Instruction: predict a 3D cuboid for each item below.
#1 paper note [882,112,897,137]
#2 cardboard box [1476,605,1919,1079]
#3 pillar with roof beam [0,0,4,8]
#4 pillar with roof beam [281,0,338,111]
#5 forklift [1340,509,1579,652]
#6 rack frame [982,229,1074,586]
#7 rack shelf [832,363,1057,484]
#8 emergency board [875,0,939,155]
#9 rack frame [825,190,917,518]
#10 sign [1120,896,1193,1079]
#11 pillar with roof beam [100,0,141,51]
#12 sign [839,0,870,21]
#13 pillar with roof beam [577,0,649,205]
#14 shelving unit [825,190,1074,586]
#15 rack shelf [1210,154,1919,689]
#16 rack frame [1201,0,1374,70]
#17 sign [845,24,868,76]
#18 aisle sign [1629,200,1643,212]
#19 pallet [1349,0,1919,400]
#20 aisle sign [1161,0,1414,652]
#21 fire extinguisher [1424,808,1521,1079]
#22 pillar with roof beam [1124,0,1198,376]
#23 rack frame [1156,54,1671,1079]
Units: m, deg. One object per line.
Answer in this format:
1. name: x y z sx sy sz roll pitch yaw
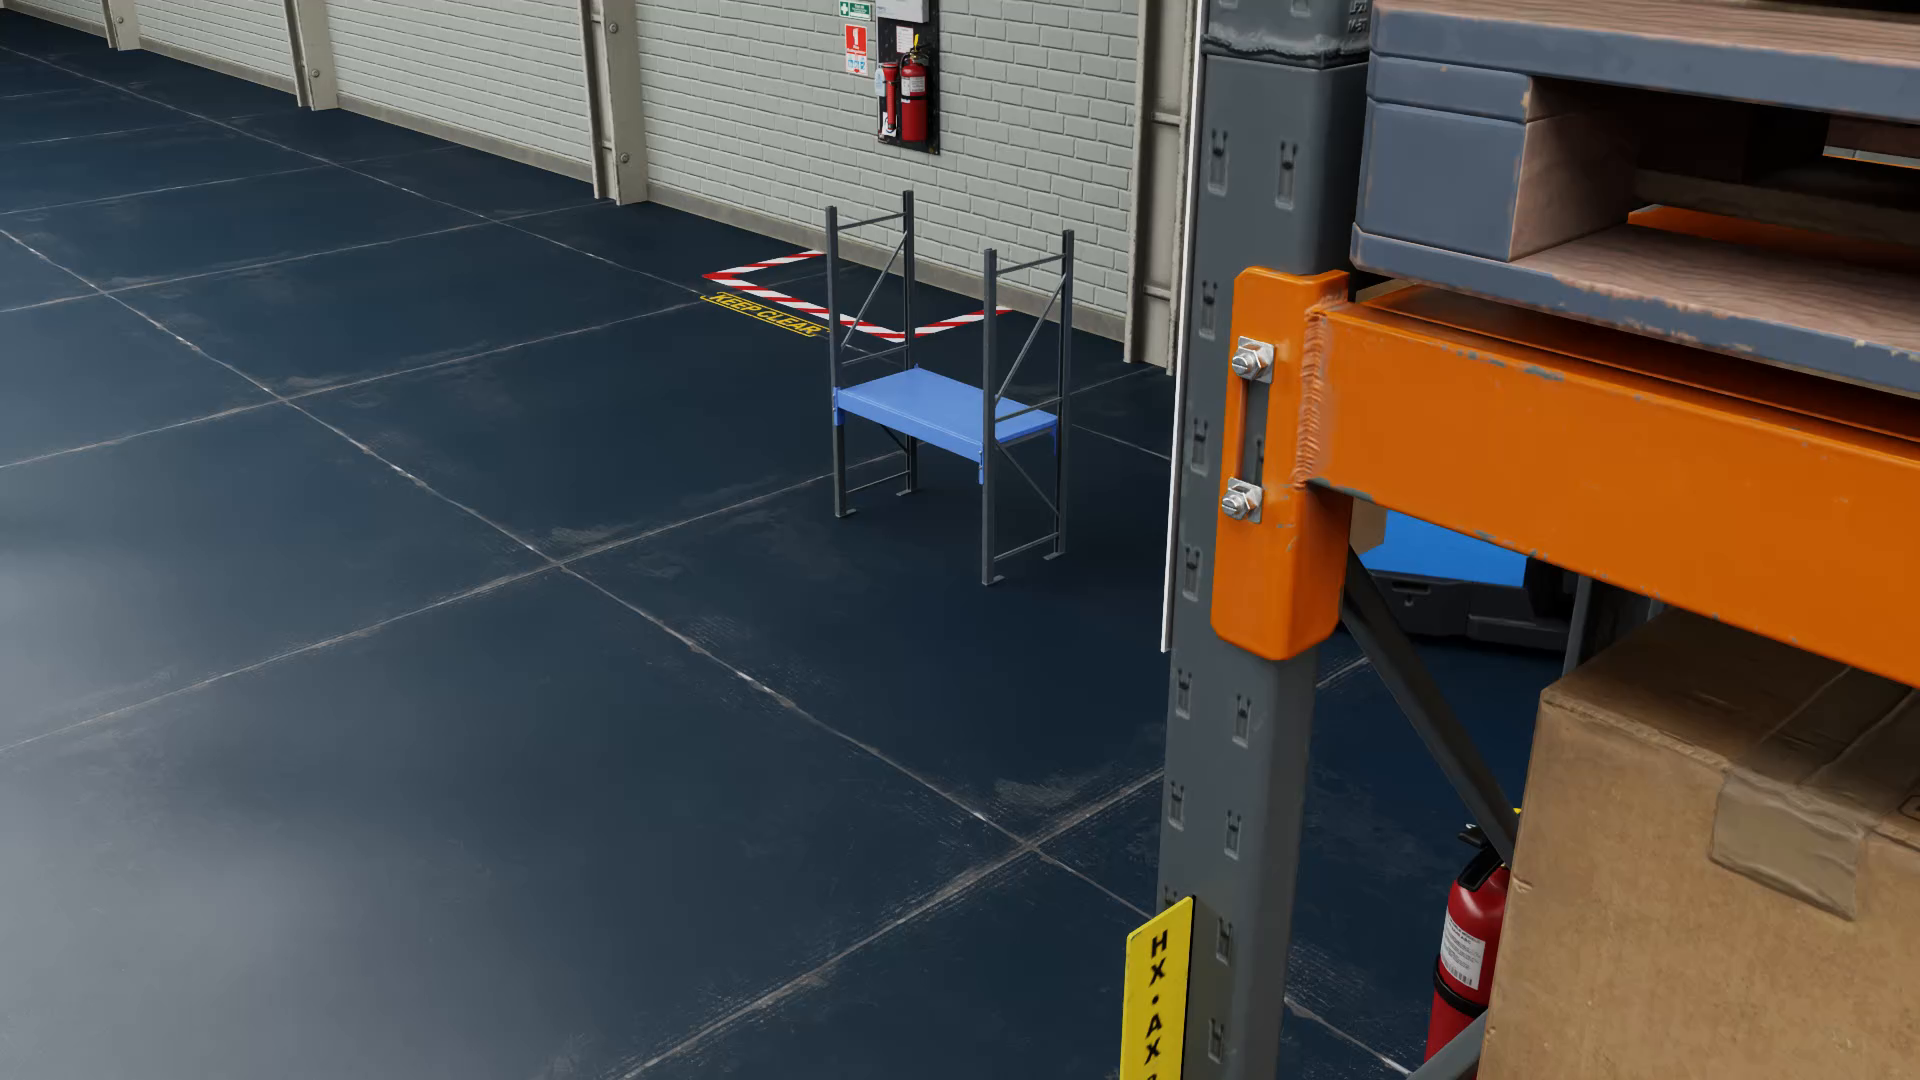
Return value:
1. paper note: -0.490 -2.873 11.496 0.016 0.148 0.142 -21 32 -38
2. cardboard box: 0.965 0.341 1.704 0.700 0.500 0.500 -21 32 -38
3. pillar with roof beam: -18.305 -11.221 21.504 9.100 9.000 0.400 -21 32 -38
4. pillar with roof beam: -10.103 -7.585 13.535 9.100 9.000 0.400 -21 32 -38
5. forklift: 2.809 -1.013 6.438 3.031 2.935 1.130 7 25 15
6. rack frame: 0.289 -0.554 7.158 0.500 1.500 0.032 -21 32 -38
7. rack shelf: -0.058 -0.545 7.570 0.538 0.185 1.000 -21 32 -38
8. emergency board: -0.419 -3.201 11.152 0.194 1.169 0.643 -21 32 -38
9. rack frame: -0.406 -0.862 7.833 0.500 1.500 0.032 -21 32 -38
10. sign: 0.210 0.542 1.810 0.100 0.325 0.005 -21 32 -38
11. pillar with roof beam: -14.204 -9.403 17.519 9.100 9.000 0.400 -21 32 -38
12. sign: -0.725 -3.651 11.458 0.001 0.109 0.331 -21 32 -38
13. pillar with roof beam: -6.002 -5.767 9.550 9.100 9.000 0.400 -21 32 -38
14. shelving unit: -0.058 -0.708 7.495 0.538 1.500 1.048 -21 32 -38
15. rack shelf: 1.986 0.385 0.546 1.077 0.370 4.000 -21 32 -38
16. rack frame: 0.619 -1.913 1.102 1.000 3.000 0.127 -21 32 -38
17. sign: -0.722 -3.414 11.576 0.001 0.329 0.234 -21 32 -38
18. aisle sign: 0.789 -0.470 2.034 0.394 0.787 0.004 -21 32 -38
19. pallet: 1.084 -0.287 1.257 1.003 0.211 1.213 -21 32 -38
20. aisle sign: 0.351 -0.300 1.661 0.394 0.787 0.004 -21 32 -38
21. fire extinguisher: 0.878 0.684 2.730 0.296 0.674 0.183 -21 32 -38
22. pillar with roof beam: -1.901 -3.950 5.565 9.100 9.000 0.400 -21 32 -38
23. rack frame: 0.619 0.816 2.347 1.000 3.000 0.127 -21 32 -38
